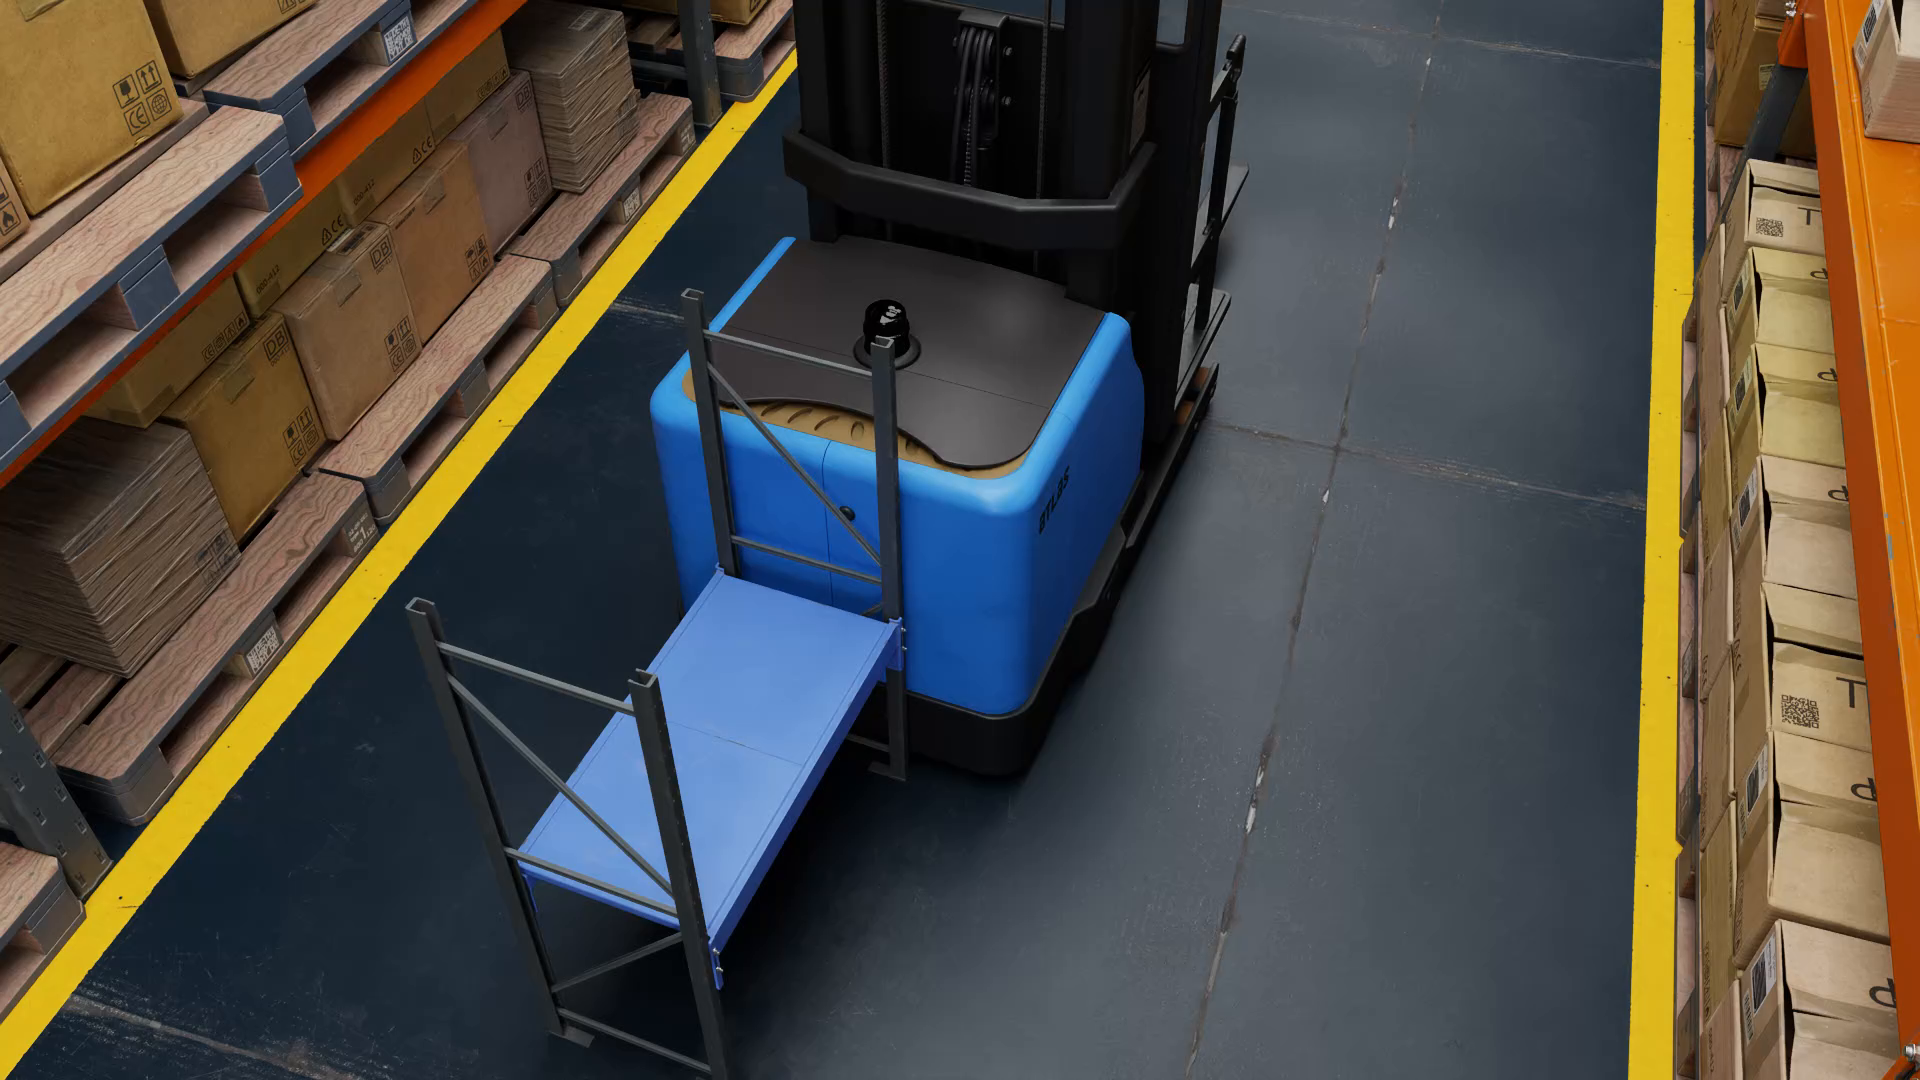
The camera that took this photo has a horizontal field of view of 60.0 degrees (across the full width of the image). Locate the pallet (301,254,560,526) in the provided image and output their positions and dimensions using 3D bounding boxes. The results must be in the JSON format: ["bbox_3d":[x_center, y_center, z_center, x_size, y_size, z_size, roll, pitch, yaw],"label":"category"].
[{"bbox_3d":[-2.117,-0.621,5.734,1.003,0.211,1.213,13,46,13],"label":"pallet"}]

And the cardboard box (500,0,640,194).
[{"bbox_3d":[-1.676,-1.722,6.338,0.700,0.500,0.500,13,46,13],"label":"cardboard box"}]

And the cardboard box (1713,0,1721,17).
[{"bbox_3d":[3.584,-2.535,7.169,0.500,0.500,0.500,11,45,11],"label":"cardboard box"}]

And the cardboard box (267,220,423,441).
[{"bbox_3d":[-2.210,-0.727,5.321,0.700,0.500,0.500,13,46,13],"label":"cardboard box"}]

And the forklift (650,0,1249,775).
[{"bbox_3d":[0.235,-1.455,4.642,1.130,2.935,3.031,16,47,16],"label":"forklift"}]

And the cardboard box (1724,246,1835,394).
[{"bbox_3d":[2.625,-0.631,5.015,0.500,0.311,0.500,11,46,12],"label":"cardboard box"}]

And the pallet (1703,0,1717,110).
[{"bbox_3d":[3.848,-2.206,7.353,1.003,0.211,1.213,13,46,13],"label":"pallet"}]

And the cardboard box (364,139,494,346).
[{"bbox_3d":[-2.066,-1.066,5.667,0.700,0.500,0.500,12,46,12],"label":"cardboard box"}]

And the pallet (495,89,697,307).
[{"bbox_3d":[-1.746,-1.432,6.562,1.003,0.211,1.213,13,46,13],"label":"pallet"}]

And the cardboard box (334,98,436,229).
[{"bbox_3d":[-2.059,-1.279,5.349,0.500,0.250,0.500,12,46,12],"label":"cardboard box"}]

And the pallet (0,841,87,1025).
[{"bbox_3d":[-2.889,1.169,3.905,1.003,0.211,1.213,13,46,13],"label":"pallet"}]

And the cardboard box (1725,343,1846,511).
[{"bbox_3d":[2.468,-0.292,4.668,0.500,0.311,0.500,11,46,11],"label":"cardboard box"}]

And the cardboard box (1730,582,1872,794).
[{"bbox_3d":[2.158,0.385,3.976,0.500,0.311,0.500,12,46,12],"label":"cardboard box"}]

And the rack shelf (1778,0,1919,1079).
[{"bbox_3d":[2.609,-0.312,3.939,1.077,0.370,4.000,13,46,13],"label":"rack shelf"}]

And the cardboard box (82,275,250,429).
[{"bbox_3d":[-2.382,-0.603,4.658,0.500,0.250,0.500,12,46,12],"label":"cardboard box"}]

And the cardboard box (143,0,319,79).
[{"bbox_3d":[-2.187,-1.624,4.379,0.700,0.500,0.500,19,47,18],"label":"cardboard box"}]

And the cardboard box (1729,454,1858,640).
[{"bbox_3d":[2.313,0.051,4.318,0.500,0.311,0.500,12,46,12],"label":"cardboard box"}]

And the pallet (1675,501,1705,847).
[{"bbox_3d":[2.557,0.445,4.644,1.003,0.211,1.213,13,46,13],"label":"pallet"}]

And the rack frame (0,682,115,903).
[{"bbox_3d":[-2.719,-0.283,3.394,1.000,3.000,0.127,13,46,13],"label":"rack frame"}]

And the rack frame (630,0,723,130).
[{"bbox_3d":[-1.508,-2.949,6.119,1.000,3.000,0.127,13,46,13],"label":"rack frame"}]

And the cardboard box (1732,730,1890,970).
[{"bbox_3d":[2.004,0.717,3.637,0.500,0.311,0.500,14,46,14],"label":"cardboard box"}]

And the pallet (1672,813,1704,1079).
[{"bbox_3d":[2.189,1.261,3.810,1.003,0.211,1.213,13,46,13],"label":"pallet"}]

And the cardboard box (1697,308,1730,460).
[{"bbox_3d":[2.625,-0.448,5.228,0.500,0.250,0.500,11,46,11],"label":"cardboard box"}]

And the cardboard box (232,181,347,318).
[{"bbox_3d":[-2.228,-0.951,5.013,0.500,0.250,0.500,11,46,11],"label":"cardboard box"}]

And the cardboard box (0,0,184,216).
[{"bbox_3d":[-2.356,-1.179,3.924,0.700,0.500,0.500,17,47,17],"label":"cardboard box"}]

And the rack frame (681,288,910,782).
[{"bbox_3d":[-0.377,0.055,4.122,0.500,1.500,0.032,16,47,16],"label":"rack frame"}]

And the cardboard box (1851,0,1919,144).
[{"bbox_3d":[2.759,-1.315,4.513,0.500,0.311,0.500,12,46,12],"label":"cardboard box"}]

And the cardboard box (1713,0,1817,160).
[{"bbox_3d":[3.274,-1.839,6.458,0.500,0.500,0.500,14,46,14],"label":"cardboard box"}]

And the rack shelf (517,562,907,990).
[{"bbox_3d":[-0.568,0.513,3.911,0.538,0.185,1.000,16,47,16],"label":"rack shelf"}]

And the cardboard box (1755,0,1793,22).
[{"bbox_3d":[3.287,-2.146,6.235,0.500,0.250,0.500,14,46,14],"label":"cardboard box"}]

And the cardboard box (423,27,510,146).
[{"bbox_3d":[-1.908,-1.623,5.701,0.500,0.250,0.500,13,46,13],"label":"cardboard box"}]

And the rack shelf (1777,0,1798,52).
[{"bbox_3d":[3.820,-2.978,6.663,1.077,0.370,4.000,13,46,13],"label":"rack shelf"}]

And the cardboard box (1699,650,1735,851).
[{"bbox_3d":[2.162,0.581,4.177,0.500,0.250,0.500,13,46,13],"label":"cardboard box"}]

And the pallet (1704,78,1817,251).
[{"bbox_3d":[3.477,-1.395,6.525,1.003,0.211,1.213,13,46,13],"label":"pallet"}]

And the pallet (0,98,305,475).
[{"bbox_3d":[-2.349,-0.693,3.951,1.003,0.211,1.213,13,46,13],"label":"pallet"}]

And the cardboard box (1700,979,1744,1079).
[{"bbox_3d":[1.852,1.259,3.485,0.500,0.250,0.500,12,46,12],"label":"cardboard box"}]

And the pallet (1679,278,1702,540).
[{"bbox_3d":[2.928,-0.365,5.472,1.003,0.211,1.213,13,46,13],"label":"pallet"}]

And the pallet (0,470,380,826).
[{"bbox_3d":[-2.485,0.194,4.900,1.003,0.211,1.213,13,46,13],"label":"pallet"}]

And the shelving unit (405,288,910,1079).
[{"bbox_3d":[-0.568,0.384,3.785,0.538,1.500,1.048,16,47,16],"label":"shelving unit"}]

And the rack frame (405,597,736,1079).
[{"bbox_3d":[-0.758,0.714,3.448,0.500,1.500,0.032,16,47,16],"label":"rack frame"}]

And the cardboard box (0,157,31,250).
[{"bbox_3d":[-2.532,-0.808,3.545,0.700,0.500,0.500,13,46,13],"label":"cardboard box"}]

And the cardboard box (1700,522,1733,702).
[{"bbox_3d":[2.317,0.242,4.524,0.500,0.250,0.500,13,46,13],"label":"cardboard box"}]

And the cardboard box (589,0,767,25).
[{"bbox_3d":[-1.160,-2.793,7.197,0.750,0.750,0.750,12,46,12],"label":"cardboard box"}]

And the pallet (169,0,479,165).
[{"bbox_3d":[-2.068,-1.552,4.829,1.003,0.211,1.213,13,46,13],"label":"pallet"}]

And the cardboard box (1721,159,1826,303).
[{"bbox_3d":[2.776,-0.983,5.375,0.500,0.311,0.500,14,46,14],"label":"cardboard box"}]

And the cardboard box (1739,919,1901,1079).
[{"bbox_3d":[1.853,1.065,3.281,0.500,0.311,0.500,13,46,13],"label":"cardboard box"}]

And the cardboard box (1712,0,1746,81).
[{"bbox_3d":[3.431,-2.184,6.810,0.500,0.500,0.500,11,45,11],"label":"cardboard box"}]

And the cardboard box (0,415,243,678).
[{"bbox_3d":[-2.512,-0.041,4.620,0.700,0.500,0.500,14,46,14],"label":"cardboard box"}]

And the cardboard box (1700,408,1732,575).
[{"bbox_3d":[2.473,-0.100,4.873,0.500,0.250,0.500,11,46,11],"label":"cardboard box"}]

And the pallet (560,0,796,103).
[{"bbox_3d":[-1.197,-2.462,7.615,1.003,0.211,1.213,13,46,13],"label":"pallet"}]

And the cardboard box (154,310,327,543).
[{"bbox_3d":[-2.403,-0.396,4.983,0.700,0.500,0.500,12,46,12],"label":"cardboard box"}]

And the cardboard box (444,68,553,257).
[{"bbox_3d":[-1.943,-1.403,6.012,0.700,0.500,0.500,12,46,12],"label":"cardboard box"}]

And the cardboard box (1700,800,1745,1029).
[{"bbox_3d":[2.007,0.922,3.829,0.500,0.250,0.500,12,46,12],"label":"cardboard box"}]

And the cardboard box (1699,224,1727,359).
[{"bbox_3d":[2.776,-0.783,5.571,0.500,0.250,0.500,12,46,12],"label":"cardboard box"}]

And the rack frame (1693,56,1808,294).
[{"bbox_3d":[3.215,-1.902,5.049,1.000,3.000,0.127,13,46,13],"label":"rack frame"}]
